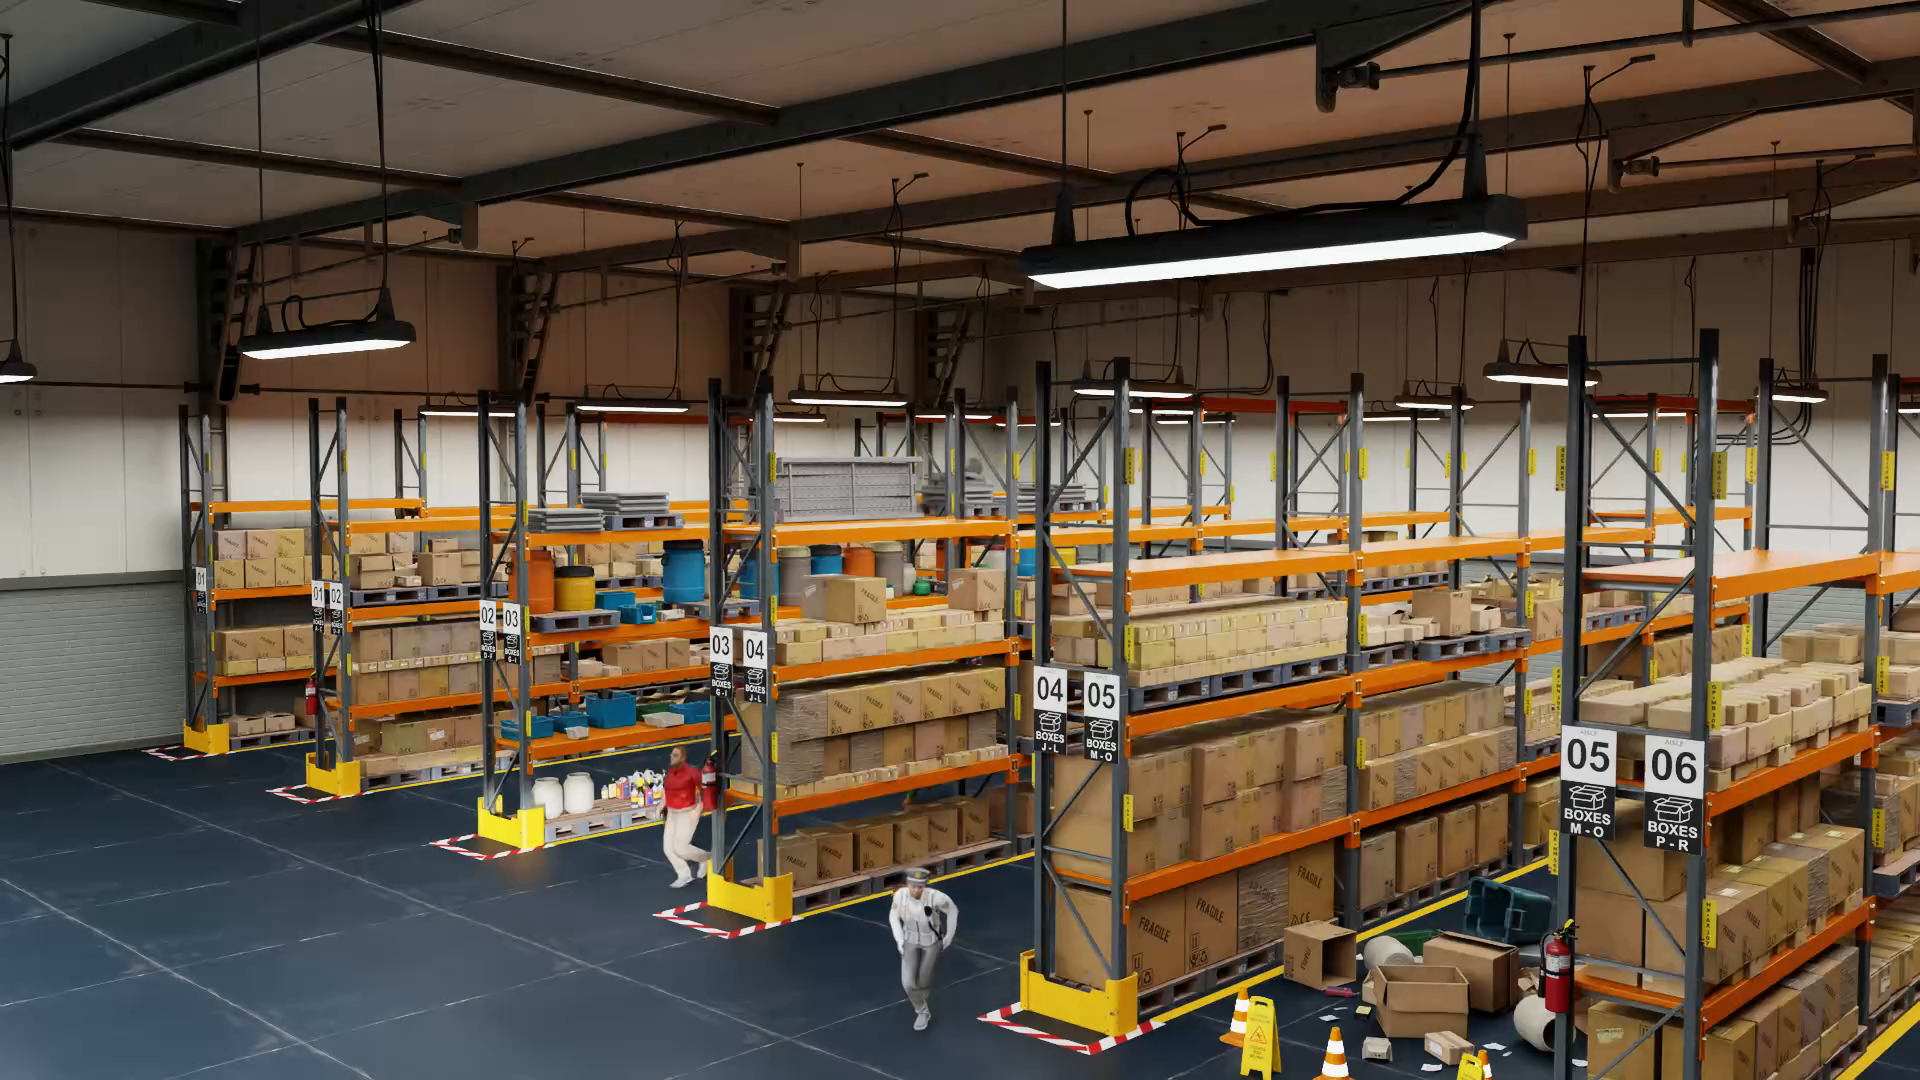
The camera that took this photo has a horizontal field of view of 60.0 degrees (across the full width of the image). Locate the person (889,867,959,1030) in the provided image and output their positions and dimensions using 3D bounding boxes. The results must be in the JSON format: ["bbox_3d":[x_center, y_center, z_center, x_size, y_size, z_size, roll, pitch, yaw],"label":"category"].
[{"bbox_3d":[-0.315,3.627,14.955,0.624,1.511,0.816,1,3,9],"label":"person"}]

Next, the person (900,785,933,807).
[{"bbox_3d":[-0.550,2.957,24.577,0.683,1.701,0.779,2,3,27],"label":"person"}]

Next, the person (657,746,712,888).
[{"bbox_3d":[-3.286,3.299,19.811,0.701,1.708,0.588,2,4,40],"label":"person"}]
